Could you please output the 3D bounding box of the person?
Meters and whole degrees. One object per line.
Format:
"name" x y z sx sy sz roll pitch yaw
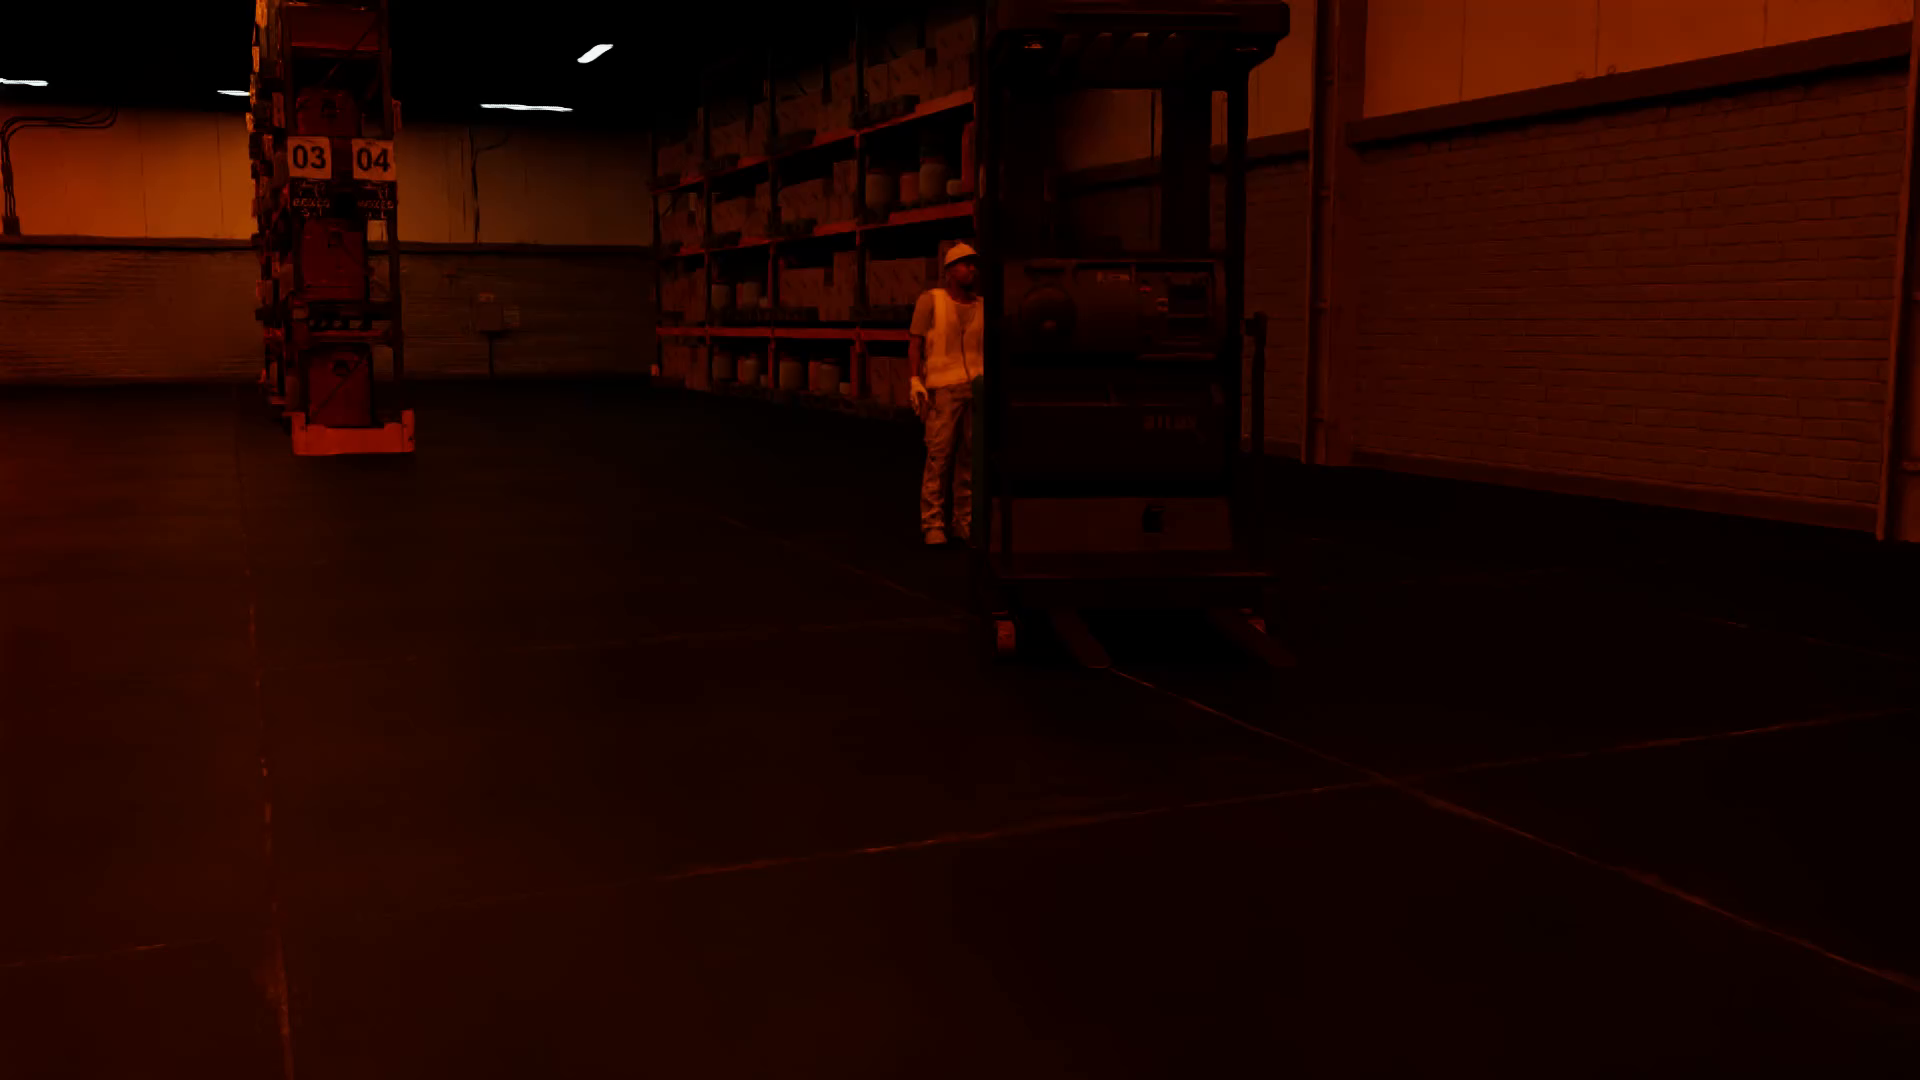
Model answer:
"person" 0.022 -0.882 9.968 0.655 1.782 0.576 -3 8 -23

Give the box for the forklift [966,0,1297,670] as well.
"forklift" 0.657 -1.023 6.695 1.130 2.935 3.031 0 8 -4
